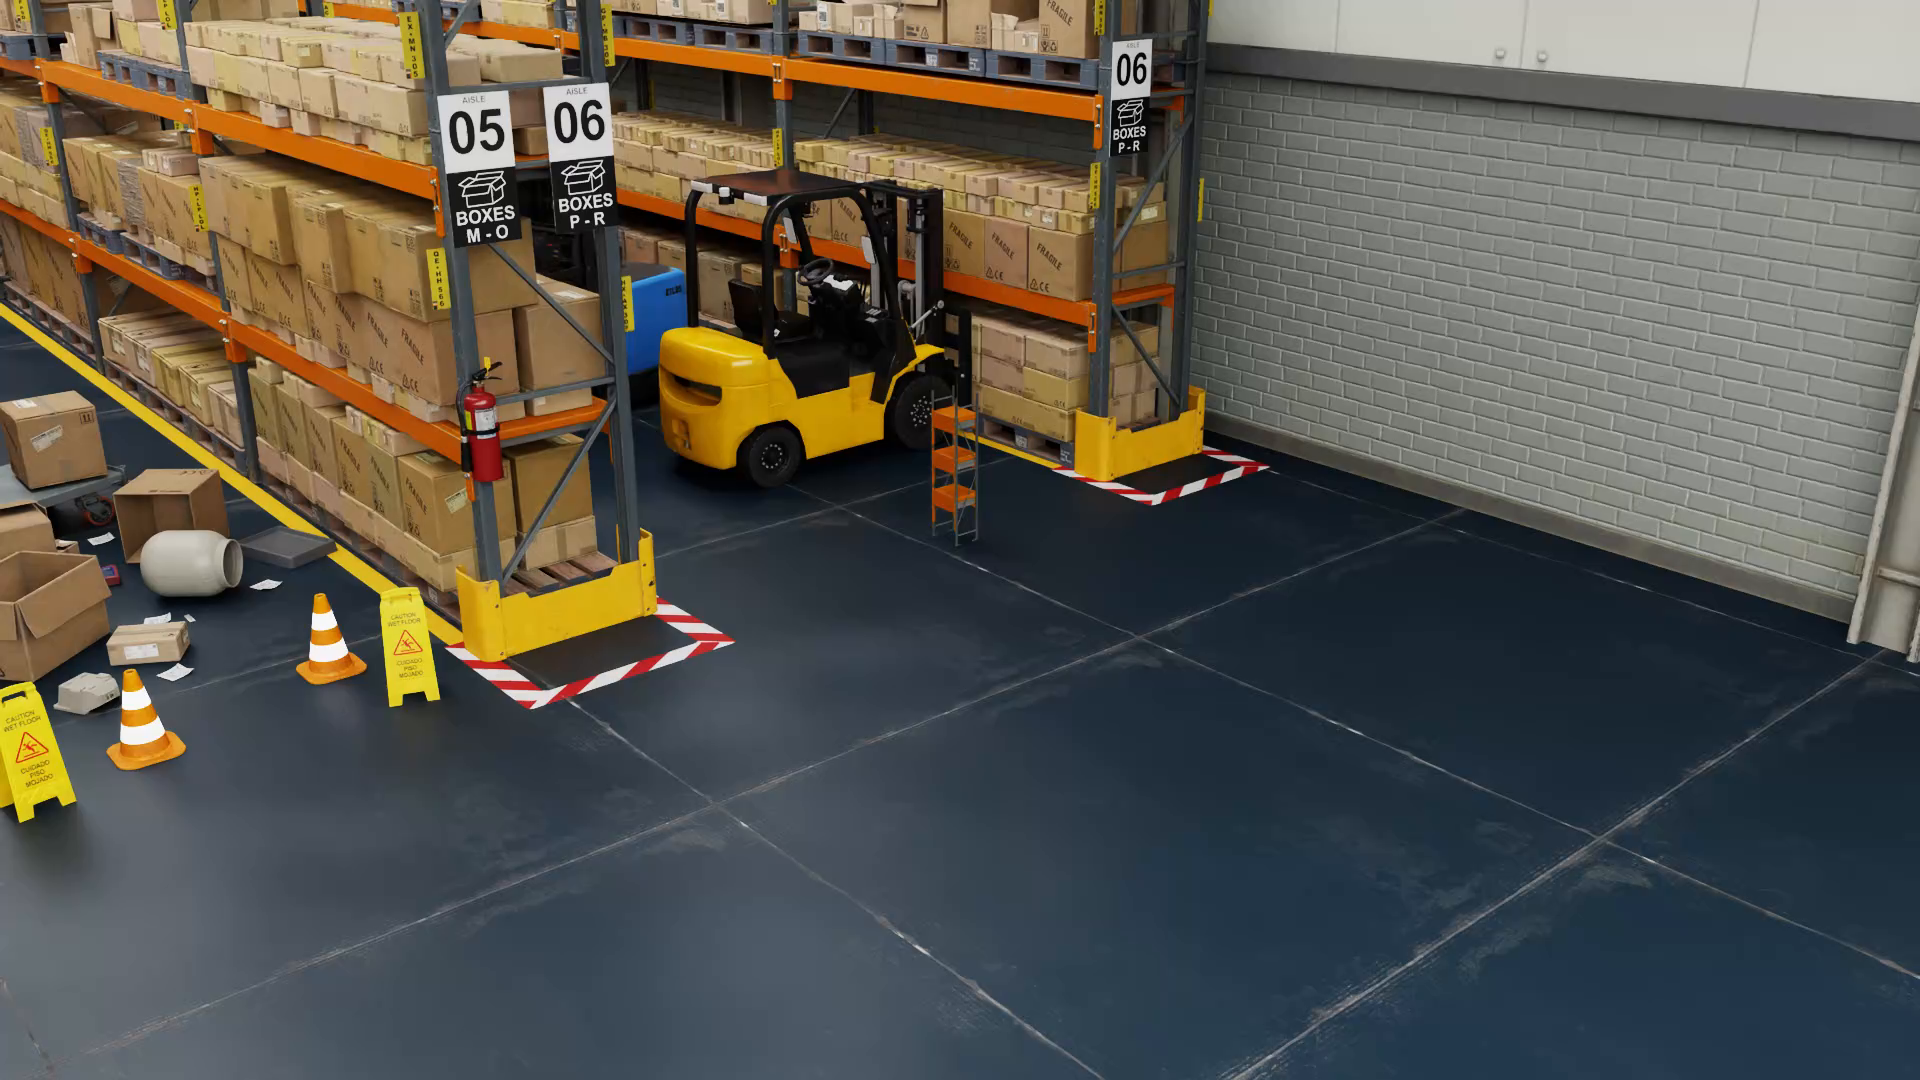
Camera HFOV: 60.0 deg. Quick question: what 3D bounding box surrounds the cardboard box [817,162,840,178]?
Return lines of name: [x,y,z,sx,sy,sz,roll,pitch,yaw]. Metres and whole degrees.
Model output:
cardboard box: [-1.037,-3.255,14.656,0.380,0.149,0.250,-17,27,-36]

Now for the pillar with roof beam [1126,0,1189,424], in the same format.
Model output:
pillar with roof beam: [-1.638,-4.199,9.866,9.100,9.000,0.400,-17,27,-37]

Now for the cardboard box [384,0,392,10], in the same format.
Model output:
cardboard box: [-6.897,-6.648,20.575,0.380,0.149,0.250,-18,27,-38]

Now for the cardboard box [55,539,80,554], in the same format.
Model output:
cardboard box: [-6.068,0.063,10.959,0.396,0.266,0.258,3,22,9]

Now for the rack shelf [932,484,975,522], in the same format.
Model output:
rack shelf: [-0.035,-0.235,11.436,0.215,0.259,0.240,-17,27,-37]

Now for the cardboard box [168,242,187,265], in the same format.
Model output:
cardboard box: [-5.873,-2.241,12.861,0.380,0.149,0.250,-18,28,-38]

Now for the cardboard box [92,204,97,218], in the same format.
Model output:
cardboard box: [-7.355,-2.910,14.568,0.380,0.149,0.250,-20,29,-41]

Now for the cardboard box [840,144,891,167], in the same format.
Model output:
cardboard box: [-0.821,-3.338,14.459,0.380,0.149,0.250,-18,28,-38]

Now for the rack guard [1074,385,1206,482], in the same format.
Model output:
rack guard: [1.410,-0.853,12.976,1.175,0.500,0.348,-17,27,-37]

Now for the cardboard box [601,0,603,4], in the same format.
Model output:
cardboard box: [-3.539,-5.661,16.861,0.500,0.500,0.500,-17,27,-37]

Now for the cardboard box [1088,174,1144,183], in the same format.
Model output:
cardboard box: [1.211,-2.743,12.939,0.380,0.149,0.250,-16,27,-36]

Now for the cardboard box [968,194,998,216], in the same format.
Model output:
cardboard box: [0.281,-2.685,13.199,0.380,0.149,0.250,-19,28,-39]

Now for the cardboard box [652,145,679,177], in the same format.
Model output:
cardboard box: [-2.716,-3.793,16.576,0.500,0.250,0.500,-17,27,-37]

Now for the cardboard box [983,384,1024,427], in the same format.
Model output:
cardboard box: [0.531,-1.133,13.458,0.500,0.250,0.500,-17,27,-37]

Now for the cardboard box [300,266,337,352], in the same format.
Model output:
cardboard box: [-3.890,-1.533,10.741,0.500,0.500,0.500,-17,27,-37]

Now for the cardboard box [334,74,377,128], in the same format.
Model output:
cardboard box: [-3.219,-2.526,9.505,0.500,0.250,0.500,-18,28,-38]

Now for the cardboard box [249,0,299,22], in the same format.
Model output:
cardboard box: [-5.385,-4.093,12.653,0.500,0.250,0.500,-18,28,-39]

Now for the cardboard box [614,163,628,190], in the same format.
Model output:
cardboard box: [-3.398,-3.843,17.389,0.500,0.250,0.500,-18,28,-39]

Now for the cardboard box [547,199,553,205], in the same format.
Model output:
cardboard box: [-4.682,-3.795,19.022,0.380,0.149,0.250,-19,28,-39]

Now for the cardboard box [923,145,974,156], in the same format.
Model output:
cardboard box: [-0.099,-3.320,14.412,0.380,0.149,0.250,-18,28,-38]

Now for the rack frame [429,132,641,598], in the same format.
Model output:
rack frame: [-2.363,-0.841,9.518,1.000,3.000,0.127,-17,27,-37]

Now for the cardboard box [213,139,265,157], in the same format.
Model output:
cardboard box: [-5.800,-3.118,13.323,0.380,0.149,0.250,-16,26,-35]

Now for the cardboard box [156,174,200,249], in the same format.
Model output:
cardboard box: [-5.774,-2.536,12.726,0.500,0.500,0.500,-17,27,-37]

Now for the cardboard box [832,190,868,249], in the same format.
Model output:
cardboard box: [-0.772,-2.851,14.512,0.500,0.500,0.500,-17,27,-37]

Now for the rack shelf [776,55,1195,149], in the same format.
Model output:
rack shelf: [0.089,-3.638,13.532,1.077,0.370,4.000,-17,27,-37]

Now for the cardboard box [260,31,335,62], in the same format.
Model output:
cardboard box: [-4.124,-3.086,10.387,0.380,0.149,0.250,-18,28,-38]

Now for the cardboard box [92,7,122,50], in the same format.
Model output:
cardboard box: [-6.568,-4.081,13.537,0.797,0.503,0.637,-17,27,-37]

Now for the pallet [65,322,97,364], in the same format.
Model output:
pallet: [-8.043,-1.989,16.272,1.003,0.211,1.213,-17,27,-37]

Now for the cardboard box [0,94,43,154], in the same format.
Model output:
cardboard box: [-9.106,-4.064,16.239,0.500,0.500,0.500,-18,28,-38]

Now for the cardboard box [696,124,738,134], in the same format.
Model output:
cardboard box: [-2.445,-4.121,16.866,0.380,0.149,0.250,-16,27,-36]

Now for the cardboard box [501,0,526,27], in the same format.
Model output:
cardboard box: [-4.675,-5.783,18.229,0.500,0.250,0.500,-17,27,-37]

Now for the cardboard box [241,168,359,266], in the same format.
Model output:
cardboard box: [-4.227,-2.132,10.898,0.700,0.500,0.500,-18,28,-39]

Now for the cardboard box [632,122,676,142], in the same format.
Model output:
cardboard box: [-3.113,-4.154,16.951,0.380,0.149,0.250,-17,27,-37]

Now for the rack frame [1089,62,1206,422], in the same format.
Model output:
rack frame: [1.395,-2.024,12.537,1.000,3.000,0.127,-17,27,-37]

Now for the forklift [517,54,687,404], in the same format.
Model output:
forklift: [-3.604,-2.385,13.555,1.130,2.935,3.031,12,25,29]

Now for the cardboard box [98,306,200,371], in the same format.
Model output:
cardboard box: [-7.224,-1.865,15.159,0.950,0.372,0.625,-20,29,-41]

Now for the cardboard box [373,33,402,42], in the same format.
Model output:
cardboard box: [-3.410,-3.067,10.338,0.380,0.149,0.250,-17,27,-36]

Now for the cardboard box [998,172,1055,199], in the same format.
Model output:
cardboard box: [0.519,-2.773,13.015,0.380,0.149,0.250,-17,27,-37]

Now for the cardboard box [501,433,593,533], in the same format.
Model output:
cardboard box: [-2.696,-0.400,10.560,0.500,0.500,0.500,-19,28,-39]

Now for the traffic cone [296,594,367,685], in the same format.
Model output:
traffic cone: [-3.621,0.529,9.500,0.336,0.463,0.334,-17,27,-37]

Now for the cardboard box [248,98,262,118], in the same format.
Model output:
cardboard box: [-4.449,-2.875,10.942,0.380,0.149,0.250,-16,27,-36]

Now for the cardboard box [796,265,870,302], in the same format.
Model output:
cardboard box: [-1.138,-2.301,15.070,0.500,0.250,0.500,-18,28,-38]

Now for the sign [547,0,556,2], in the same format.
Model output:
sign: [-4.240,-5.743,17.211,0.100,0.325,0.005,-17,27,-37]

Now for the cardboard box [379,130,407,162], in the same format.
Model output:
cardboard box: [-2.995,-2.214,9.254,0.380,0.149,0.250,-17,27,-37]

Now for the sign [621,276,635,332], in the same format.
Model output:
sign: [-1.952,-1.373,9.690,0.100,0.325,0.005,-17,27,-37]

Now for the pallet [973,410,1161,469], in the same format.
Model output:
pallet: [0.864,-0.927,13.560,1.003,0.211,1.213,-17,27,-37]

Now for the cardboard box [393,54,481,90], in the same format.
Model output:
cardboard box: [-2.808,-2.515,8.930,0.380,0.149,0.250,-17,27,-37]

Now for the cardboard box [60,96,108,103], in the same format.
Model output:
cardboard box: [-8.379,-4.039,16.175,0.500,0.500,0.500,-17,27,-36]

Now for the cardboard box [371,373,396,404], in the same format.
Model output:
cardboard box: [-3.361,-0.960,10.166,0.380,0.149,0.250,-17,27,-37]

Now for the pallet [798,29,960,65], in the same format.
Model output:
pallet: [-0.640,-4.255,14.242,1.003,0.211,1.213,-17,27,-37]

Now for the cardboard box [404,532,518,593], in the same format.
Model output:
cardboard box: [-3.110,0.078,10.366,0.500,0.250,0.500,-18,27,-38]

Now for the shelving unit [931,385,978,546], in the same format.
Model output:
shelving unit: [-0.035,-0.504,11.330,0.215,1.050,0.252,-17,27,-37]

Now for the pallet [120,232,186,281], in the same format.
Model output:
pallet: [-6.262,-2.425,13.825,1.003,0.211,1.213,-17,27,-37]

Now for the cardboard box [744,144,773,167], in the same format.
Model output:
cardboard box: [-1.790,-3.586,15.500,0.380,0.149,0.250,-18,28,-38]

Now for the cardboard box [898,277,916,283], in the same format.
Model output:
cardboard box: [-0.406,-2.283,15.024,0.500,0.250,0.500,-18,28,-38]

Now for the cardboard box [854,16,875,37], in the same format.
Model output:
cardboard box: [-0.652,-4.242,13.720,0.380,0.149,0.250,-16,27,-36]
